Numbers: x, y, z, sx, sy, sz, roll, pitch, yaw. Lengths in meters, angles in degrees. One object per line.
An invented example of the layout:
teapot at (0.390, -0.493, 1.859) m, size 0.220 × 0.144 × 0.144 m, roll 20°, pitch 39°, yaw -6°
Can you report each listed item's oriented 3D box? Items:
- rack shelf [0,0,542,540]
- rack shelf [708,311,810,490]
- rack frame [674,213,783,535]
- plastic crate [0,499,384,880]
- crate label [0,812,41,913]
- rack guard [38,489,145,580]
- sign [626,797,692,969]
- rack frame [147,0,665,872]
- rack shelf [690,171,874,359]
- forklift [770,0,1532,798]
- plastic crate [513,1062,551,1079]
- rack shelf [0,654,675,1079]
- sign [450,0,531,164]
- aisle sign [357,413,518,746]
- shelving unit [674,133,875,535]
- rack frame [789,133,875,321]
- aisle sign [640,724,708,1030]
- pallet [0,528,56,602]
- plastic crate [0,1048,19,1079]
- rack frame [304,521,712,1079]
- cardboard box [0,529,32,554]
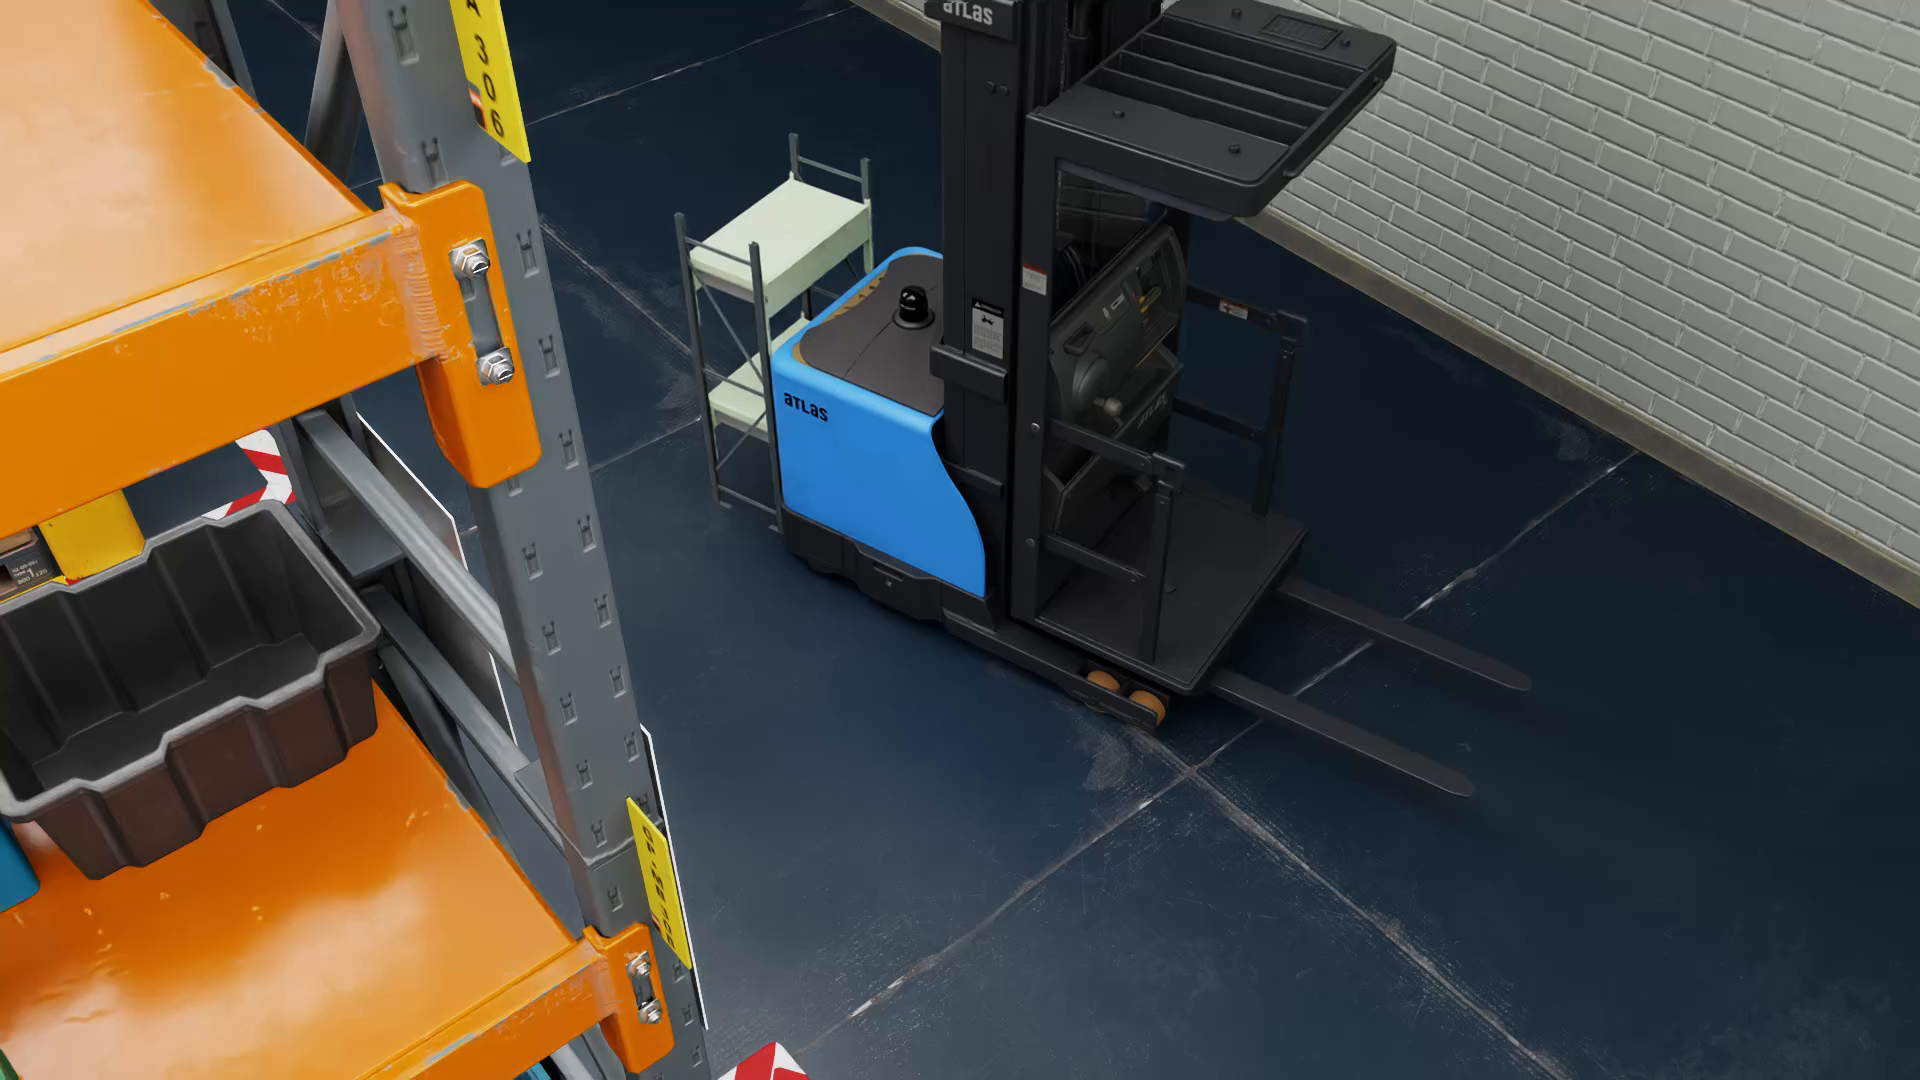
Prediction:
rack shelf at (-2.342, 0.384, 1.139) m, size 4.000 × 0.370 × 1.077 m, roll -30°, pitch 51°, yaw -28°
rack shelf at (-0.736, -0.619, 7.343) m, size 0.431 × 0.370 × 0.720 m, roll 24°, pitch 48°, yaw 23°
rack frame at (-0.936, -0.647, 6.897) m, size 0.400 × 1.500 × 0.023 m, roll 24°, pitch 48°, yaw 23°
plastic crate at (-1.282, 0.261, 2.739) m, size 0.590 × 0.269 × 0.497 m, roll -30°, pitch 51°, yaw -28°
crate label at (-1.723, 0.481, 2.518) m, size 0.502 × 0.251 × 0.408 m, roll -30°, pitch 51°, yaw -28°
rack guard at (-4.041, -0.374, 7.337) m, size 0.348 × 0.500 × 1.175 m, roll -30°, pitch 51°, yaw -28°
sign at (-0.443, 0.511, 2.454) m, size 0.005 × 0.325 × 0.100 m, roll -30°, pitch 51°, yaw -28°
rack frame at (-0.808, -0.903, 1.691) m, size 0.127 × 3.000 × 1.000 m, roll -30°, pitch 51°, yaw -28°
rack shelf at (-0.736, -1.142, 6.853) m, size 0.431 × 0.370 × 0.720 m, roll 24°, pitch 48°, yaw 23°
forklift at (0.752, -0.734, 5.944) m, size 3.031 × 2.935 × 1.130 m, roll 24°, pitch 48°, yaw 23°
plastic crate at (-0.945, 1.495, 3.451) m, size 0.499 × 0.435 × 0.616 m, roll -30°, pitch 51°, yaw -28°
rack shelf at (-2.342, 1.332, 2.029) m, size 4.000 × 0.370 × 1.077 m, roll -30°, pitch 51°, yaw -28°
sign at (-0.443, -0.503, 1.502) m, size 0.005 × 0.325 × 0.100 m, roll -30°, pitch 51°, yaw -28°
aisle sign at (-0.943, 0.149, 3.055) m, size 0.004 × 0.787 × 0.394 m, roll -30°, pitch 51°, yaw -28°
shelving unit at (-0.736, -0.857, 7.120) m, size 0.431 × 1.500 × 0.755 m, roll 24°, pitch 48°, yaw 23°
rack frame at (-0.537, -1.067, 7.344) m, size 0.400 × 1.500 × 0.023 m, roll 24°, pitch 48°, yaw 23°
aisle sign at (-0.565, 0.459, 2.725) m, size 0.004 × 0.787 × 0.394 m, roll -30°, pitch 51°, yaw -28°
pallet at (-4.652, 0.082, 7.062) m, size 1.213 × 0.211 × 1.003 m, roll -30°, pitch 51°, yaw -28°
plastic crate at (-1.381, 0.851, 2.170) m, size 0.336 × 0.188 × 0.450 m, roll -30°, pitch 51°, yaw -28°
rack frame at (-0.808, 1.284, 3.745) m, size 0.127 × 3.000 × 1.000 m, roll -30°, pitch 51°, yaw -28°
cardboard box at (-4.242, -0.199, 6.830) m, size 0.500 × 0.500 × 0.500 m, roll -30°, pitch 51°, yaw -28°
